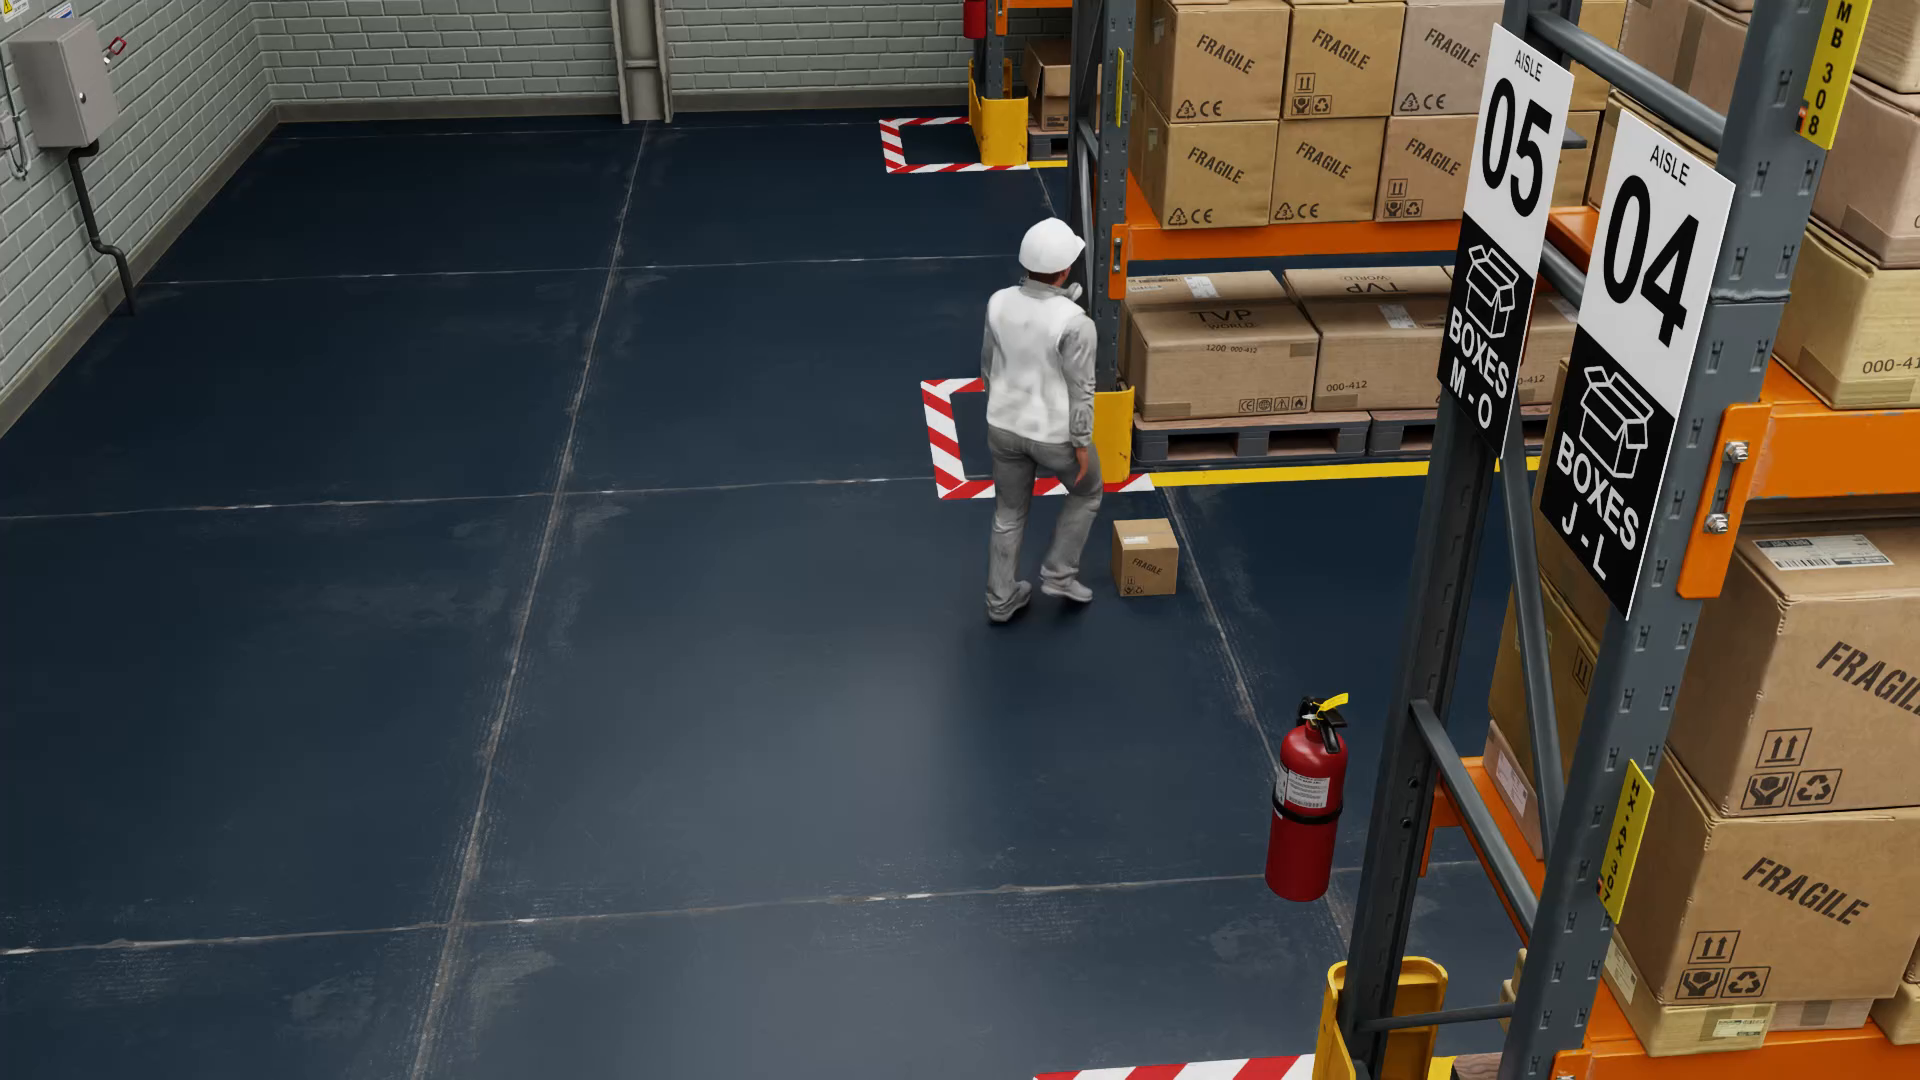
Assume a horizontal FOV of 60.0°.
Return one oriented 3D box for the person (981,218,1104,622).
[{"bbox_3d":[0.329,-0.474,6.888,0.568,1.794,0.527,16,35,25],"label":"person"}]
